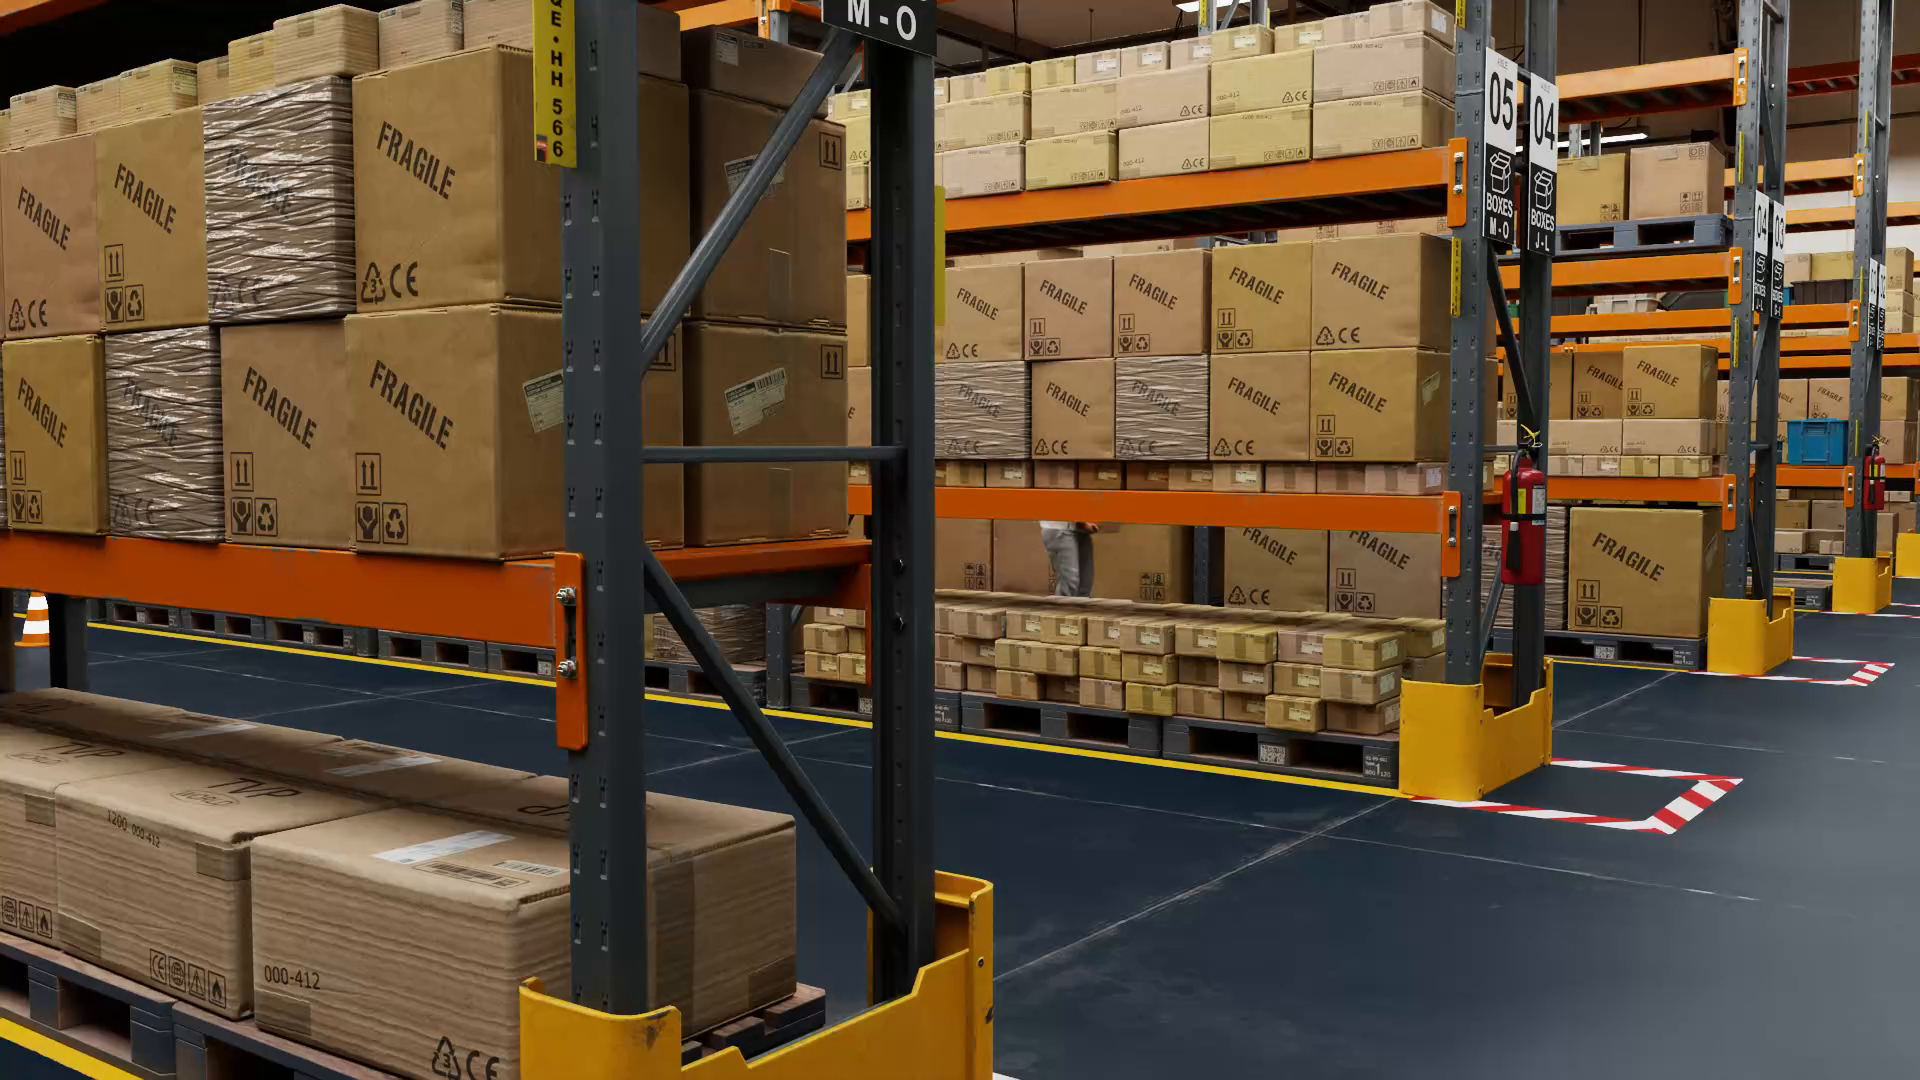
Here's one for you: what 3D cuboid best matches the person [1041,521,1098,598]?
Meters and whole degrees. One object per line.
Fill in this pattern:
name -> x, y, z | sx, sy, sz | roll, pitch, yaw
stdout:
person -> 0.908, -0.035, 12.835 | 0.535, 1.654, 0.453 | 2, 4, 35
